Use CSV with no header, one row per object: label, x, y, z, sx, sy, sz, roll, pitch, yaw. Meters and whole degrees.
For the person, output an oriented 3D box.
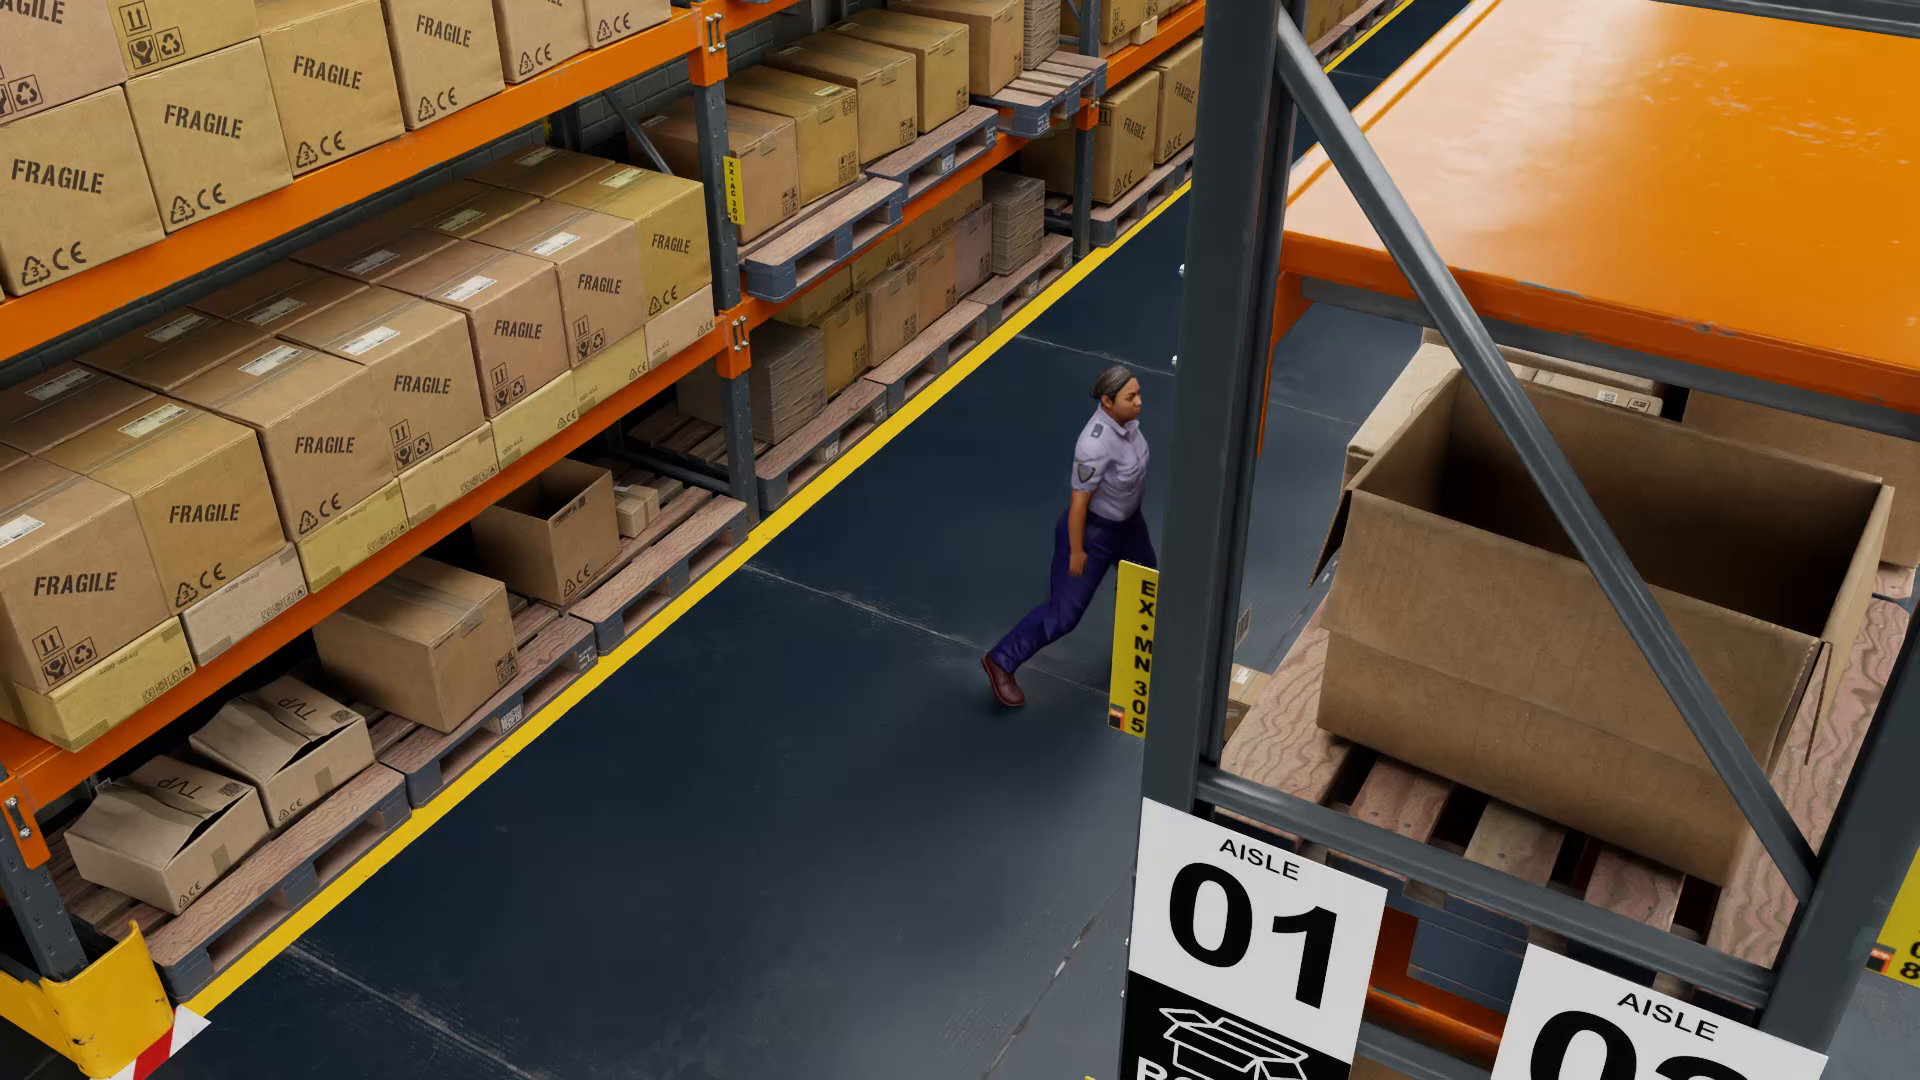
person,0.583,-0.024,7.449,0.788,1.612,0.846,16,37,22
